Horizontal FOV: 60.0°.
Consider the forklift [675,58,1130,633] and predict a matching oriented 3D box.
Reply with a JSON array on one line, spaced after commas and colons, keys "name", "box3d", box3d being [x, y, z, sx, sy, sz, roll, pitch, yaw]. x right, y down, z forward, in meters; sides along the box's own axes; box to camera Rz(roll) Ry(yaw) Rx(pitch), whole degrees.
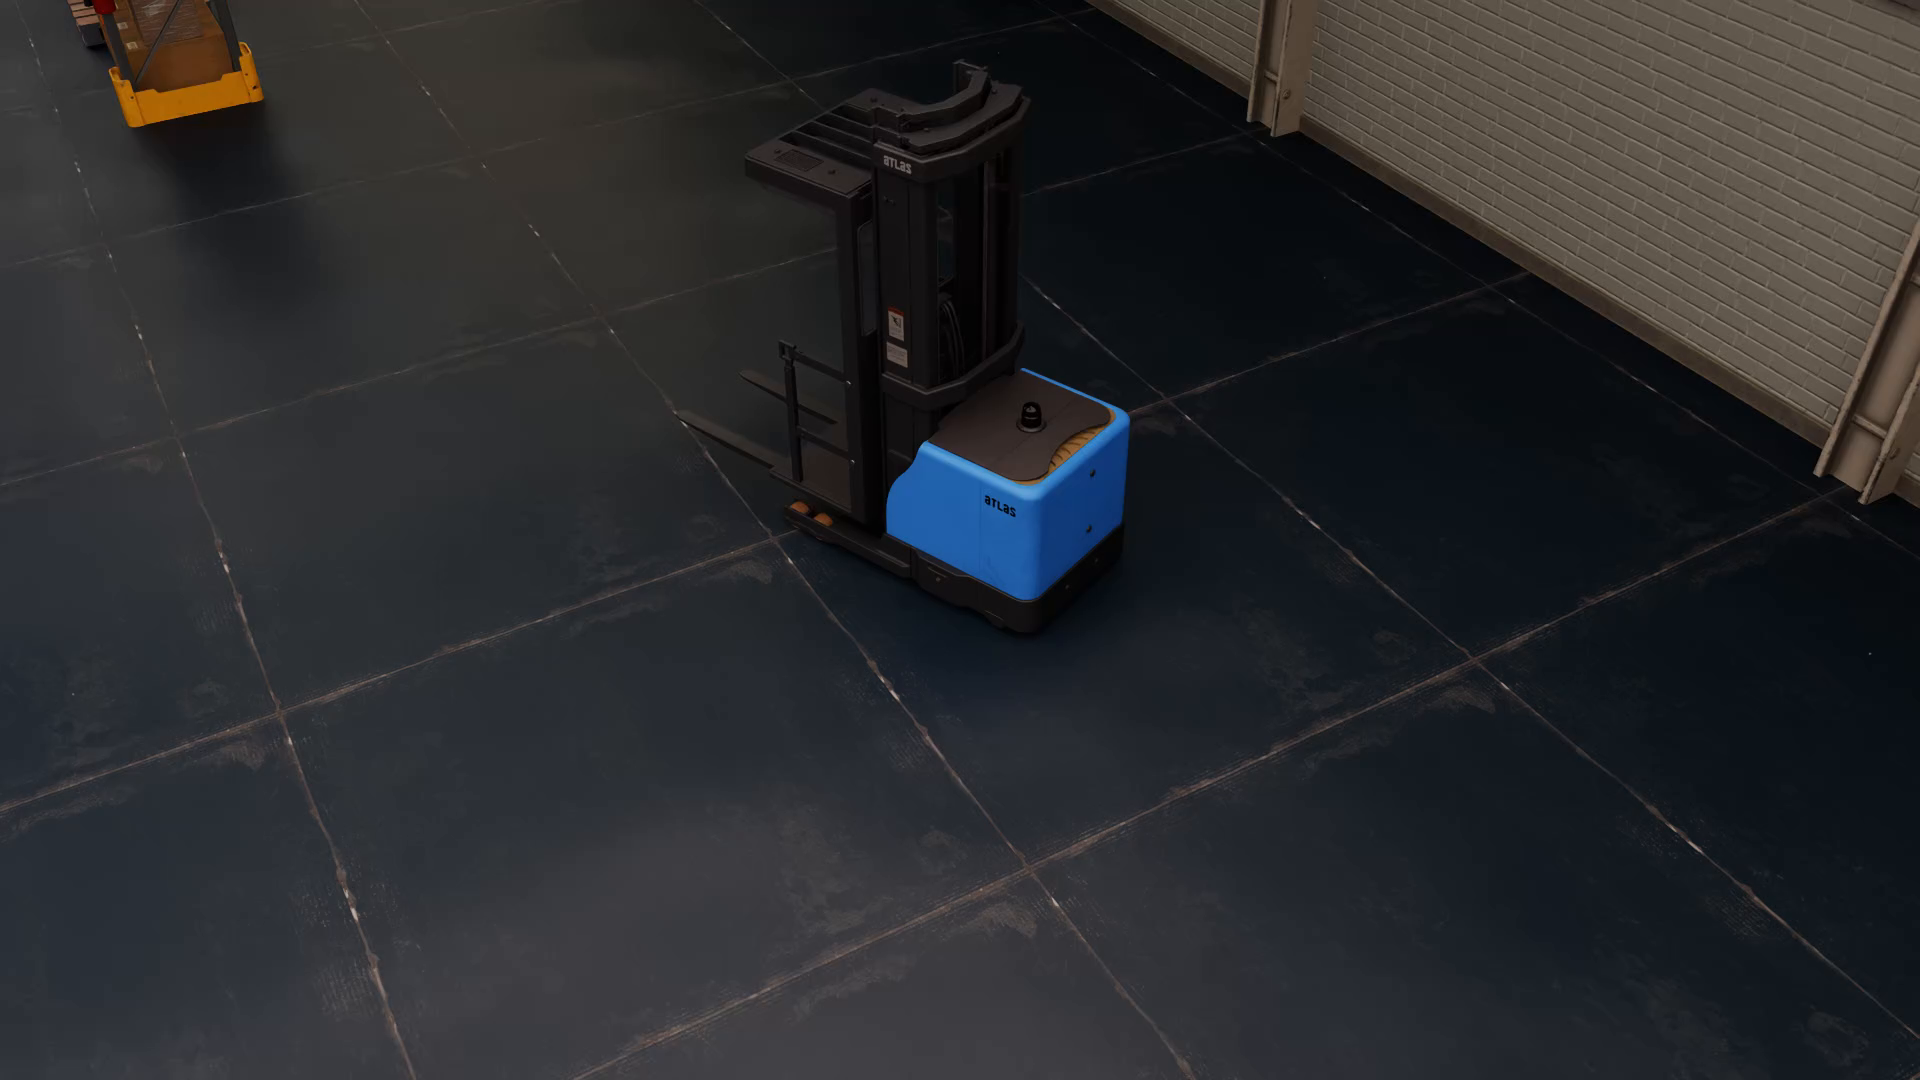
[{"name": "forklift", "box3d": [-0.481, -1.366, 9.683, 3.031, 2.935, 1.130, 26, 46, 28]}]
